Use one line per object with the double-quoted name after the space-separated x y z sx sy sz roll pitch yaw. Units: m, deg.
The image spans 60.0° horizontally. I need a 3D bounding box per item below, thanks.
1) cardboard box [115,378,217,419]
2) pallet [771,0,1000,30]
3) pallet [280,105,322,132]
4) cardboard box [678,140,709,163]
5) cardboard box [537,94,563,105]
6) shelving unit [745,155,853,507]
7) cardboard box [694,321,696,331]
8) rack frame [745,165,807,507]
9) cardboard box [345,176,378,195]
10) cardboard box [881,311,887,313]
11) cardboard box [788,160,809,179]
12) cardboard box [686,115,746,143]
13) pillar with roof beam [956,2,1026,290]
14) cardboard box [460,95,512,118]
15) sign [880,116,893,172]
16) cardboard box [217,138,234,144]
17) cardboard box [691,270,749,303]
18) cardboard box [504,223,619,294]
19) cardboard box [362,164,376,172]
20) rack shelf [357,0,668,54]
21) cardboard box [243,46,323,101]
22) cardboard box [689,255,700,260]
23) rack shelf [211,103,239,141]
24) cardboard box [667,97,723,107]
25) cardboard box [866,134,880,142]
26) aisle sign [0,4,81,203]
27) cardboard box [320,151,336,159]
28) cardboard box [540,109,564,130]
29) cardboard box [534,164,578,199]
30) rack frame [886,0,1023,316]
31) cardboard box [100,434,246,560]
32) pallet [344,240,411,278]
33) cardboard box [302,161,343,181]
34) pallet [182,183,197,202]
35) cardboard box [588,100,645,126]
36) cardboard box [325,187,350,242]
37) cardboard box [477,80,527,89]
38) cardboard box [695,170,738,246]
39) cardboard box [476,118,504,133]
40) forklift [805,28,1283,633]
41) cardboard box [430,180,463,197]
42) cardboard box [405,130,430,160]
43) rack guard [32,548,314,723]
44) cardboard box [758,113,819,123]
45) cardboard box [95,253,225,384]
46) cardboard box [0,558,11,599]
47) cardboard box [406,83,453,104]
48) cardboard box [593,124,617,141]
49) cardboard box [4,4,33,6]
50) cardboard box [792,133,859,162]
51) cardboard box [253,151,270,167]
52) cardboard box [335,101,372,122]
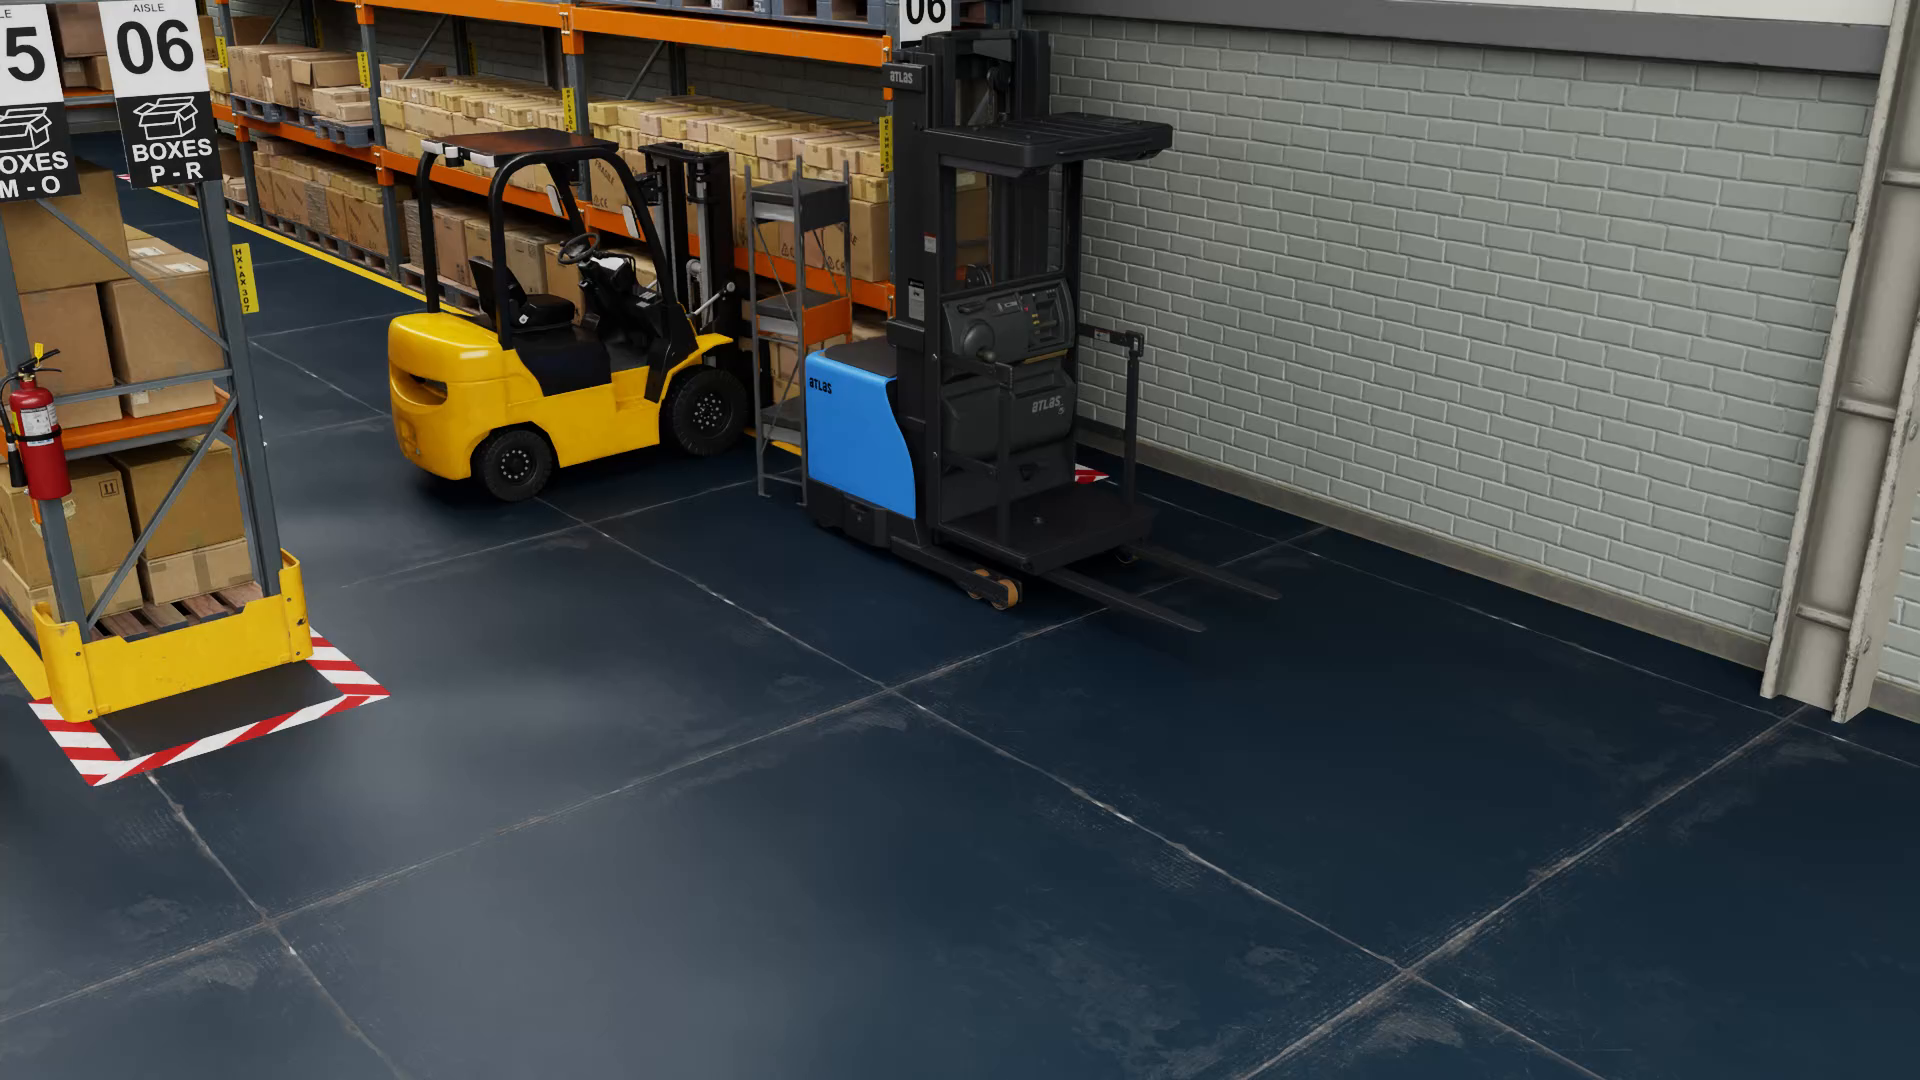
-3.847 -0.721 8.057 0.380 0.149 0.250 -17 27 -37 "cardboard box"
-0.466 -3.435 10.649 1.003 0.211 1.213 -17 27 -37 "pallet"
-6.519 -4.535 17.713 1.003 0.211 1.213 -17 27 -37 "pallet"
-1.813 -2.820 12.046 0.380 0.149 0.250 -19 28 -39 "cardboard box"
-3.494 -3.845 14.660 0.380 0.149 0.250 -18 27 -38 "cardboard box"
-0.987 -1.301 10.422 0.431 2.100 0.503 14 25 31 "shelving unit"
-1.904 -1.644 12.576 0.500 0.250 0.500 -18 28 -38 "cardboard box"
-1.122 -1.226 10.232 0.400 2.100 0.015 14 25 31 "rack frame"
-6.101 -3.649 17.150 0.380 0.149 0.250 -19 28 -39 "cardboard box"
-0.195 -1.437 11.362 0.500 0.250 0.500 -18 28 -38 "cardboard box"
-0.928 -2.477 11.168 0.380 0.149 0.250 -18 27 -38 "cardboard box"
-1.751 -2.974 12.031 0.380 0.149 0.250 -18 27 -38 "cardboard box"
-3.057 -4.053 7.994 9.100 9.000 0.400 -17 27 -37 "pillar with roof beam"
-4.115 -3.774 14.480 0.380 0.149 0.250 -18 28 -39 "cardboard box"
-0.444 -2.402 10.091 0.100 0.325 0.005 -17 27 -37 "sign"
-9.343 -4.723 20.782 0.500 0.500 0.500 -17 27 -36 "cardboard box"
-1.898 -1.877 12.487 0.500 0.250 0.500 -16 27 -36 "cardboard box"
-3.485 -2.431 14.757 0.875 0.625 0.625 -18 28 -38 "cardboard box"
-6.235 -3.985 18.007 0.380 0.149 0.250 -17 27 -37 "cardboard box"
-3.941 -4.597 14.482 1.077 0.370 4.000 -17 27 -37 "rack shelf"
-7.373 -5.105 18.193 0.700 0.500 0.500 -17 27 -37 "cardboard box"
-1.825 -2.138 13.152 0.500 0.250 0.500 -18 28 -38 "cardboard box"
-9.163 -5.411 20.672 1.077 0.370 4.000 -17 27 -37 "rack shelf"
-2.066 -3.375 13.053 0.380 0.149 0.250 -18 28 -39 "cardboard box"
-0.410 -2.659 11.224 0.380 0.149 0.250 -17 27 -36 "cardboard box"
-3.961 -1.820 6.952 0.394 0.787 0.004 -17 27 -37 "aisle sign"
-7.058 -4.357 18.958 0.380 0.149 0.250 -17 27 -37 "cardboard box"
-3.209 -3.440 13.628 0.380 0.149 0.250 -18 28 -38 "cardboard box"
-3.162 -2.990 13.711 0.500 0.250 0.500 -17 27 -36 "cardboard box"
-0.024 -1.878 10.666 1.000 3.000 0.127 -17 27 -37 "rack frame"
-4.115 -0.255 8.688 0.500 0.500 0.500 -19 28 -39 "cardboard box"
-5.705 -3.005 17.367 1.003 0.211 1.213 -17 27 -37 "pallet"
-6.925 -4.019 18.094 0.380 0.149 0.250 -16 27 -36 "cardboard box"
-9.105 -4.422 20.985 1.003 0.211 1.213 -17 27 -37 "pallet"
-2.652 -3.311 12.891 0.380 0.149 0.250 -17 27 -36 "cardboard box"
-6.348 -3.470 17.583 0.500 0.500 0.500 -16 27 -35 "cardboard box"
-4.289 -4.212 15.599 0.380 0.149 0.250 -18 28 -38 "cardboard box"
-1.547 -2.421 11.916 0.500 0.500 0.500 -17 27 -37 "cardboard box"
-3.820 -3.504 14.337 0.500 0.250 0.500 -17 27 -36 "cardboard box"
0.419 -1.195 9.016 1.130 2.935 3.031 -18 28 -39 "forklift"
-5.351 -3.640 17.127 0.380 0.149 0.250 -16 26 -35 "cardboard box"
-4.817 -3.697 15.517 0.500 0.250 0.500 -18 28 -39 "cardboard box"
-3.832 0.448 8.156 1.175 0.500 0.348 -17 27 -37 "rack guard"
-1.245 -3.015 12.134 0.380 0.149 0.250 -16 27 -36 "cardboard box"
-3.881 -1.077 8.076 0.500 0.500 0.500 -18 28 -38 "cardboard box"
-4.846 0.085 8.848 0.500 0.250 0.500 -17 27 -37 "cardboard box"
-4.899 -4.140 15.415 0.380 0.149 0.250 -17 27 -36 "cardboard box"
-2.627 -3.181 12.966 0.380 0.149 0.250 -18 28 -38 "cardboard box"
-4.320 -2.238 7.269 0.500 0.250 0.500 -18 28 -38 "cardboard box"
-0.900 -2.627 11.143 0.380 0.149 0.250 -17 27 -37 "cardboard box"
-7.825 -4.365 18.977 0.380 0.149 0.250 -16 26 -35 "cardboard box"
-5.966 -4.257 16.508 0.380 0.149 0.250 -17 27 -36 "cardboard box"
